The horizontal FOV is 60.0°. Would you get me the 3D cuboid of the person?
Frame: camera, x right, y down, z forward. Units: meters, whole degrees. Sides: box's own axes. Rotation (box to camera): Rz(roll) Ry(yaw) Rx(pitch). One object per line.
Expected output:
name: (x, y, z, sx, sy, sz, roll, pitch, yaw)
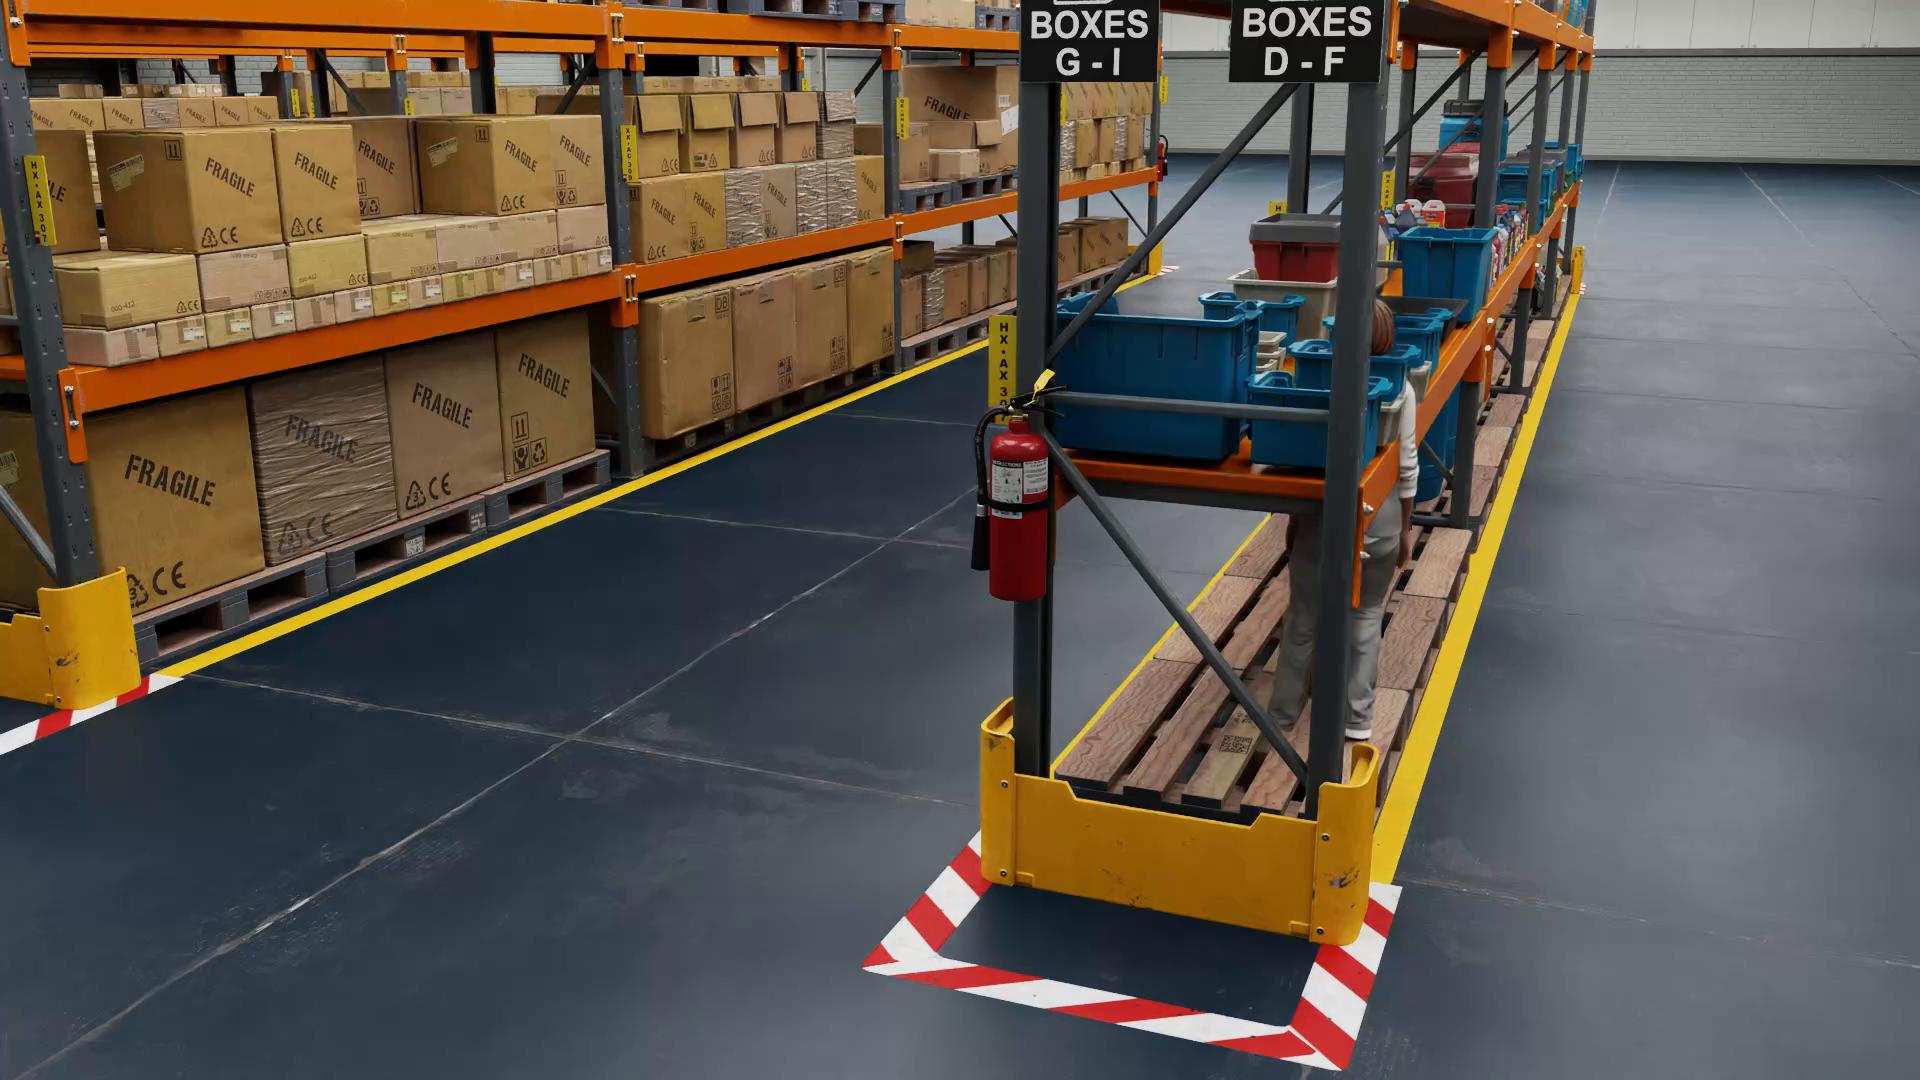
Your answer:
person: (1.318, -0.037, 5.682, 0.467, 1.608, 0.362, 6, 17, 20)
